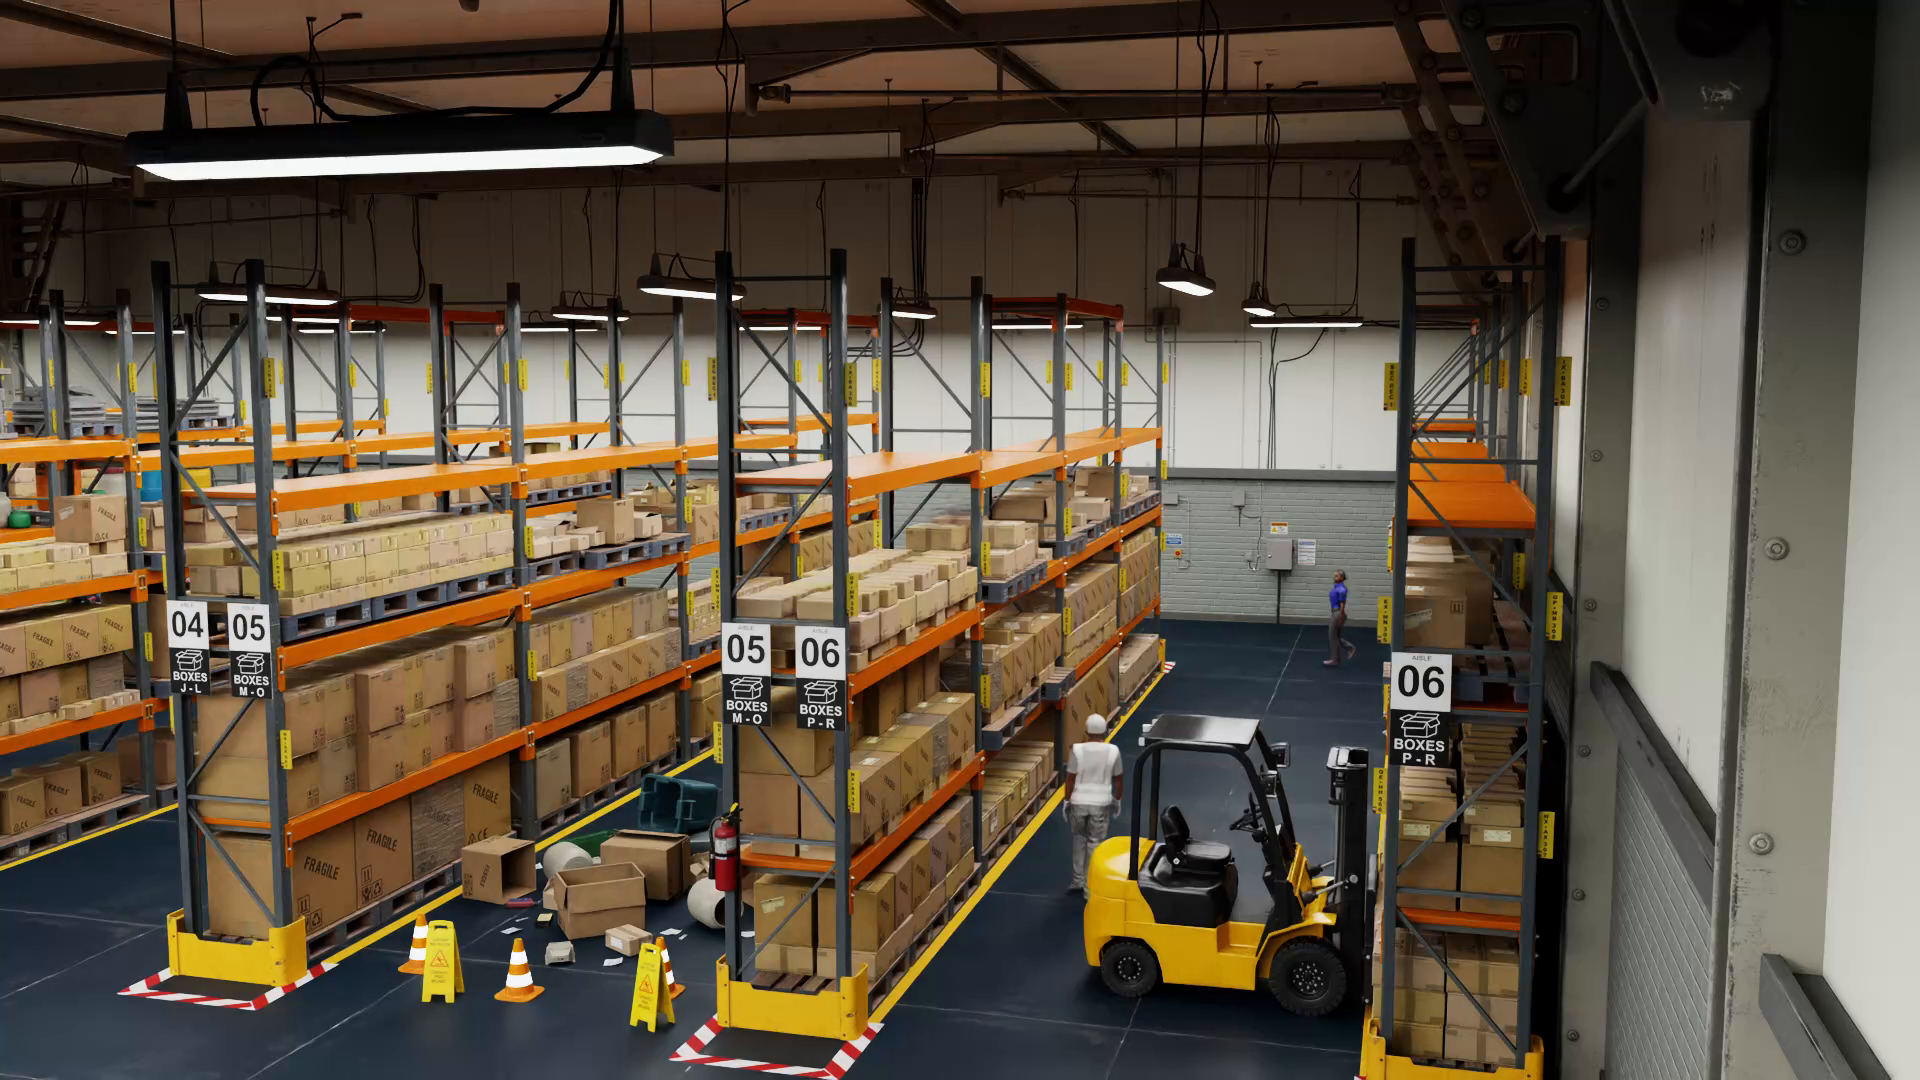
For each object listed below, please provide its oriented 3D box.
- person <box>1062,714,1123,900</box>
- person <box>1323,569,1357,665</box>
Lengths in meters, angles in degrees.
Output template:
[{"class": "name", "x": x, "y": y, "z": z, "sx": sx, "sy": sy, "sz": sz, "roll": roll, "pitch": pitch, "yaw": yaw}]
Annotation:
[{"class": "person", "x": 1.290, "y": 2.598, "z": 16.165, "sx": 0.569, "sy": 1.830, "sz": 0.563, "roll": 1, "pitch": 6, "yaw": 11}, {"class": "person", "x": 6.522, "y": 1.318, "z": 28.474, "sx": 0.561, "sy": 1.641, "sz": 0.461, "roll": 1, "pitch": 6, "yaw": 12}]
